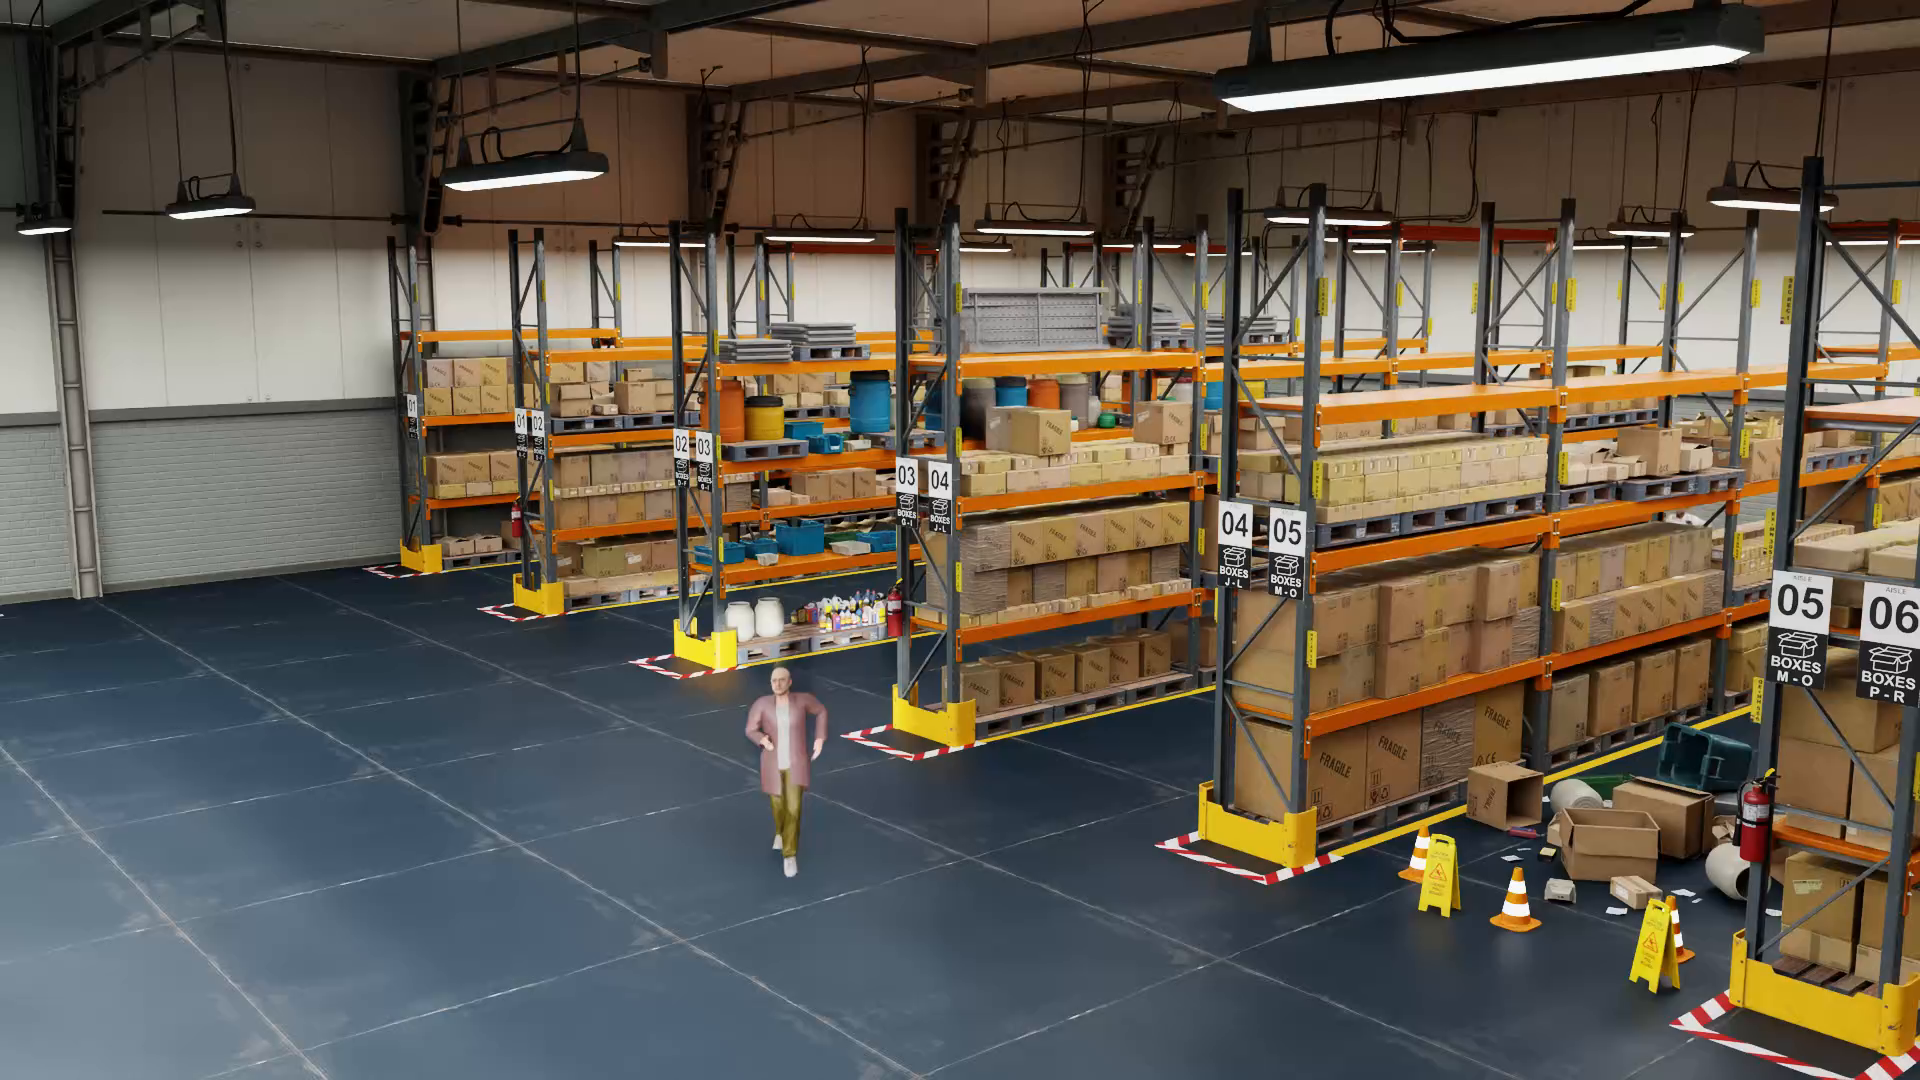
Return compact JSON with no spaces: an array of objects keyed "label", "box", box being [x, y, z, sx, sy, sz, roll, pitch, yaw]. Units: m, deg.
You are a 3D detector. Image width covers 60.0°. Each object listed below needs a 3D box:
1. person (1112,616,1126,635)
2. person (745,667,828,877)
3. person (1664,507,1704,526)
[{"label":"person","box":[2.221,0.615,23.994,0.659,1.807,0.685,8,12,42]},{"label":"person","box":[-1.557,2.037,14.924,0.719,1.826,0.865,0,9,2]},{"label":"person","box":[11.564,0.213,26.711,0.635,1.824,0.685,-8,12,-42]}]
